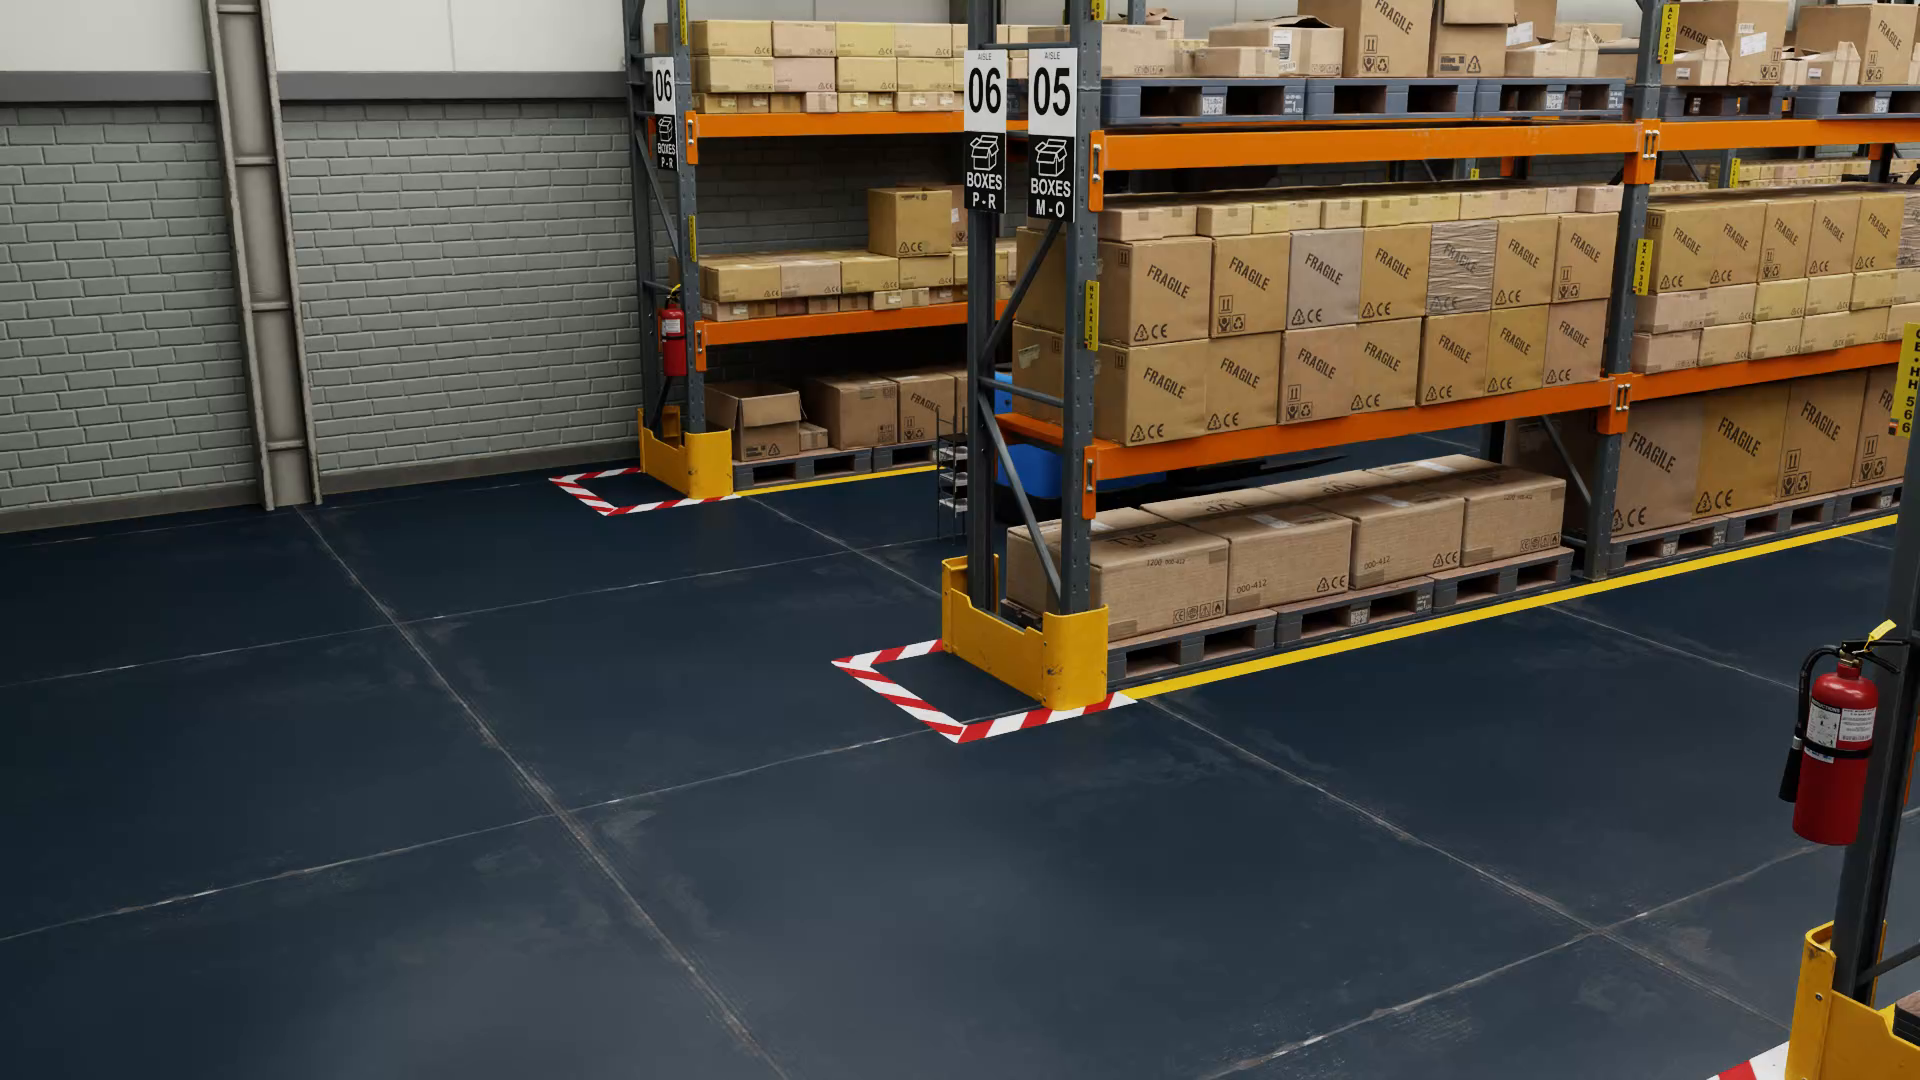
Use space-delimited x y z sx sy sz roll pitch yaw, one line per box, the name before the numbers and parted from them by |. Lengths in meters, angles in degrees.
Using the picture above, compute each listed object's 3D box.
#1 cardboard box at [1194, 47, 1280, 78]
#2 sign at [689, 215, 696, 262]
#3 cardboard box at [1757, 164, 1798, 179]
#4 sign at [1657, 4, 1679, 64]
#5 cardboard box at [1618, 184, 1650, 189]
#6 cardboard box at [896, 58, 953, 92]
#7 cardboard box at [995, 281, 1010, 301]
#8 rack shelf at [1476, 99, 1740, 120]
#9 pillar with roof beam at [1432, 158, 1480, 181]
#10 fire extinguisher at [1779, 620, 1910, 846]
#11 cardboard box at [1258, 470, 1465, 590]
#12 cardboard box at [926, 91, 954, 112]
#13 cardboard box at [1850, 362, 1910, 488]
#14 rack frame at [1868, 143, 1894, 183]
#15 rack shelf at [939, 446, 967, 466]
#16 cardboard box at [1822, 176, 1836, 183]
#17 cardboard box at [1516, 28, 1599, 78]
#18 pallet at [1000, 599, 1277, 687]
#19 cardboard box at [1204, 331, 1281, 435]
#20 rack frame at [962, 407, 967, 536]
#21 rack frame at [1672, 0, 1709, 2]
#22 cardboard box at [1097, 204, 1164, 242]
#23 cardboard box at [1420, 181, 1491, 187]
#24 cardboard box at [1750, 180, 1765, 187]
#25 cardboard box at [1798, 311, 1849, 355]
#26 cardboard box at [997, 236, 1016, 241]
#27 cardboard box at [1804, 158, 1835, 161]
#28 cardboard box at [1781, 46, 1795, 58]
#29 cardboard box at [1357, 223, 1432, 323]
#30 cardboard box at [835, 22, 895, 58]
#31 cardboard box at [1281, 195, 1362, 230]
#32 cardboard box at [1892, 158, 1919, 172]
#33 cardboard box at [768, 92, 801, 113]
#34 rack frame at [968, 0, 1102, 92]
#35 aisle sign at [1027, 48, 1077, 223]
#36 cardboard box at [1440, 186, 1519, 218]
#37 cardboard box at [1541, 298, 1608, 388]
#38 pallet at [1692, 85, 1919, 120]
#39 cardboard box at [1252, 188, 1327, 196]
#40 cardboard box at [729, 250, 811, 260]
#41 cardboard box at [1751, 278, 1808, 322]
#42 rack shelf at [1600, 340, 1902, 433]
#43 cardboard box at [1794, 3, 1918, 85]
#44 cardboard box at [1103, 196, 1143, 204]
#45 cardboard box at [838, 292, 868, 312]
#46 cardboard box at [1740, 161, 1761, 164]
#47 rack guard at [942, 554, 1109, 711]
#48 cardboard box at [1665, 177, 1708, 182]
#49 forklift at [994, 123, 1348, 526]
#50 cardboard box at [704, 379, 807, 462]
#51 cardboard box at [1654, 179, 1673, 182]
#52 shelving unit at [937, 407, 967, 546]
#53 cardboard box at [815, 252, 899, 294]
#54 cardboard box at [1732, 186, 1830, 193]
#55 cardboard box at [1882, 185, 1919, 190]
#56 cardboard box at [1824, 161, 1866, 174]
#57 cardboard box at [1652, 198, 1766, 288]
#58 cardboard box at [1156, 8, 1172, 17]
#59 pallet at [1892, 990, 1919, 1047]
cardboard box | 1.396 -2.412 8.402 0.250 0.149 0.380 -8 18 -28
sign | -1.935 -2.180 12.024 0.005 0.325 0.100 -9 18 -30
cardboard box | 9.163 -4.143 18.693 0.250 0.149 0.380 -9 18 -28
sign | 4.061 -2.900 9.535 0.005 0.325 0.100 -9 18 -30
cardboard box | 7.031 -3.667 17.547 0.250 0.149 0.380 -10 18 -31
cardboard box | -0.391 -3.623 12.947 0.500 0.250 0.500 -10 18 -31
cardboard box | 0.206 -2.065 13.686 0.250 0.149 0.380 -10 18 -31
rack shelf | 6.358 -4.376 17.240 4.000 0.370 1.077 -9 18 -30
pillar with roof beam | 7.514 -5.283 13.583 0.400 9.000 9.100 -9 18 -30
fire extinguisher | 2.528 0.536 4.775 0.183 0.674 0.296 -9 18 -30
cardboard box | 2.413 -0.078 10.099 0.875 0.438 0.875 -10 18 -31
cardboard box | -0.246 -3.429 12.991 0.250 0.149 0.380 -9 18 -29
cardboard box | 6.568 -0.955 12.417 0.875 0.875 0.875 -9 18 -30
rack frame | 7.203 -1.852 12.461 0.127 3.000 1.000 -9 18 -30
rack shelf | -0.007 -0.573 11.245 0.200 0.077 0.258 -9 18 -30
cardboard box | 9.816 -4.111 19.130 0.250 0.149 0.380 -10 18 -31
cardboard box | 3.391 -2.764 9.440 0.258 0.266 0.396 -9 18 -28
pallet | 0.990 0.473 9.331 1.213 0.211 1.003 -9 18 -30
cardboard box | 1.324 -0.866 8.755 0.500 0.500 0.500 -10 18 -31
rack frame | 0.080 -0.446 11.335 0.006 0.900 0.240 -9 18 -30
rack frame | 8.072 -6.445 17.730 0.127 3.000 1.000 -9 18 -30
cardboard box | 0.792 -1.568 8.205 0.250 0.149 0.380 -9 18 -29
cardboard box | 2.961 -2.070 9.997 0.250 0.149 0.380 -9 18 -30
cardboard box | 8.702 -3.937 18.509 0.250 0.149 0.380 -9 18 -28
cardboard box | 5.611 -1.431 11.237 0.500 0.250 0.500 -10 18 -31
cardboard box | 0.651 -2.509 14.530 0.500 0.250 0.500 -9 18 -30
cardboard box | 10.209 -4.477 19.885 0.250 0.149 0.380 -9 18 -28
cardboard box | 8.911 -5.267 18.288 0.500 0.311 0.500 -9 18 -29
cardboard box | 2.207 -1.487 9.120 0.500 0.500 0.500 -9 18 -29
cardboard box | -0.835 -3.787 12.606 0.500 0.250 0.500 -10 18 -31
cardboard box | 1.912 -1.745 8.836 0.250 0.149 0.380 -9 18 -29
cardboard box | 11.302 -4.518 20.030 0.250 0.149 0.380 -9 18 -30
cardboard box | -1.381 -3.276 12.449 0.250 0.149 0.380 -9 18 -29
rack frame | 0.345 -3.629 7.684 0.127 3.000 1.000 -9 18 -30
aisle sign | 0.433 -1.915 7.868 0.004 0.787 0.394 -9 18 -30
cardboard box | 2.965 -1.939 9.529 0.250 0.149 0.380 -9 18 -30
cardboard box | 3.508 -1.221 10.023 0.500 0.500 0.500 -9 18 -29
pallet | 5.721 -2.948 11.161 1.213 0.211 1.003 -8 18 -27
cardboard box | 1.850 -1.901 9.394 0.250 0.149 0.380 -9 18 -28
cardboard box | -1.514 -2.156 13.271 0.500 0.250 0.500 -9 18 -30
cardboard box | 5.175 -1.604 10.926 0.500 0.250 0.500 -9 18 -29
rack shelf | 5.488 -1.228 11.566 4.000 0.370 1.077 -9 18 -30
cardboard box | 5.841 -3.235 10.872 0.500 0.500 0.500 -9 18 -29
cardboard box | 0.755 -1.719 8.747 0.250 0.149 0.380 -9 18 -29
cardboard box | -0.917 -1.899 13.094 0.250 0.149 0.380 -9 18 -29
cardboard box | 9.061 -4.320 19.326 0.250 0.149 0.380 -10 18 -31
rack guard | 0.325 0.467 8.819 0.348 0.500 1.175 -9 18 -30
cardboard box | 8.215 -4.021 18.810 0.250 0.149 0.380 -9 18 -30
forklift | 1.567 -1.716 12.101 3.031 2.935 1.130 -10 18 -31
cardboard box | -1.641 -0.952 13.094 0.637 0.503 0.797 -10 19 -32
cardboard box | 7.660 -3.918 18.441 0.250 0.149 0.380 -10 18 -31
shelving unit | -0.007 -0.432 11.284 0.210 0.900 0.258 -9 18 -30
cardboard box | -0.822 -2.101 13.076 0.500 0.250 0.500 -10 18 -31
cardboard box | 5.782 -2.231 11.772 0.500 0.500 0.500 -9 18 -28
cardboard box | 6.894 -2.250 11.840 0.500 0.500 0.500 -10 18 -31
cardboard box | 10.260 -4.317 19.315 0.250 0.149 0.380 -9 18 -29
cardboard box | 4.721 -1.898 10.585 0.500 0.500 0.500 -9 18 -30
cardboard box | 1.651 -4.464 14.402 0.258 0.266 0.396 -9 18 -30
pallet | 3.761 1.618 5.246 1.213 0.211 1.003 -9 18 -30
